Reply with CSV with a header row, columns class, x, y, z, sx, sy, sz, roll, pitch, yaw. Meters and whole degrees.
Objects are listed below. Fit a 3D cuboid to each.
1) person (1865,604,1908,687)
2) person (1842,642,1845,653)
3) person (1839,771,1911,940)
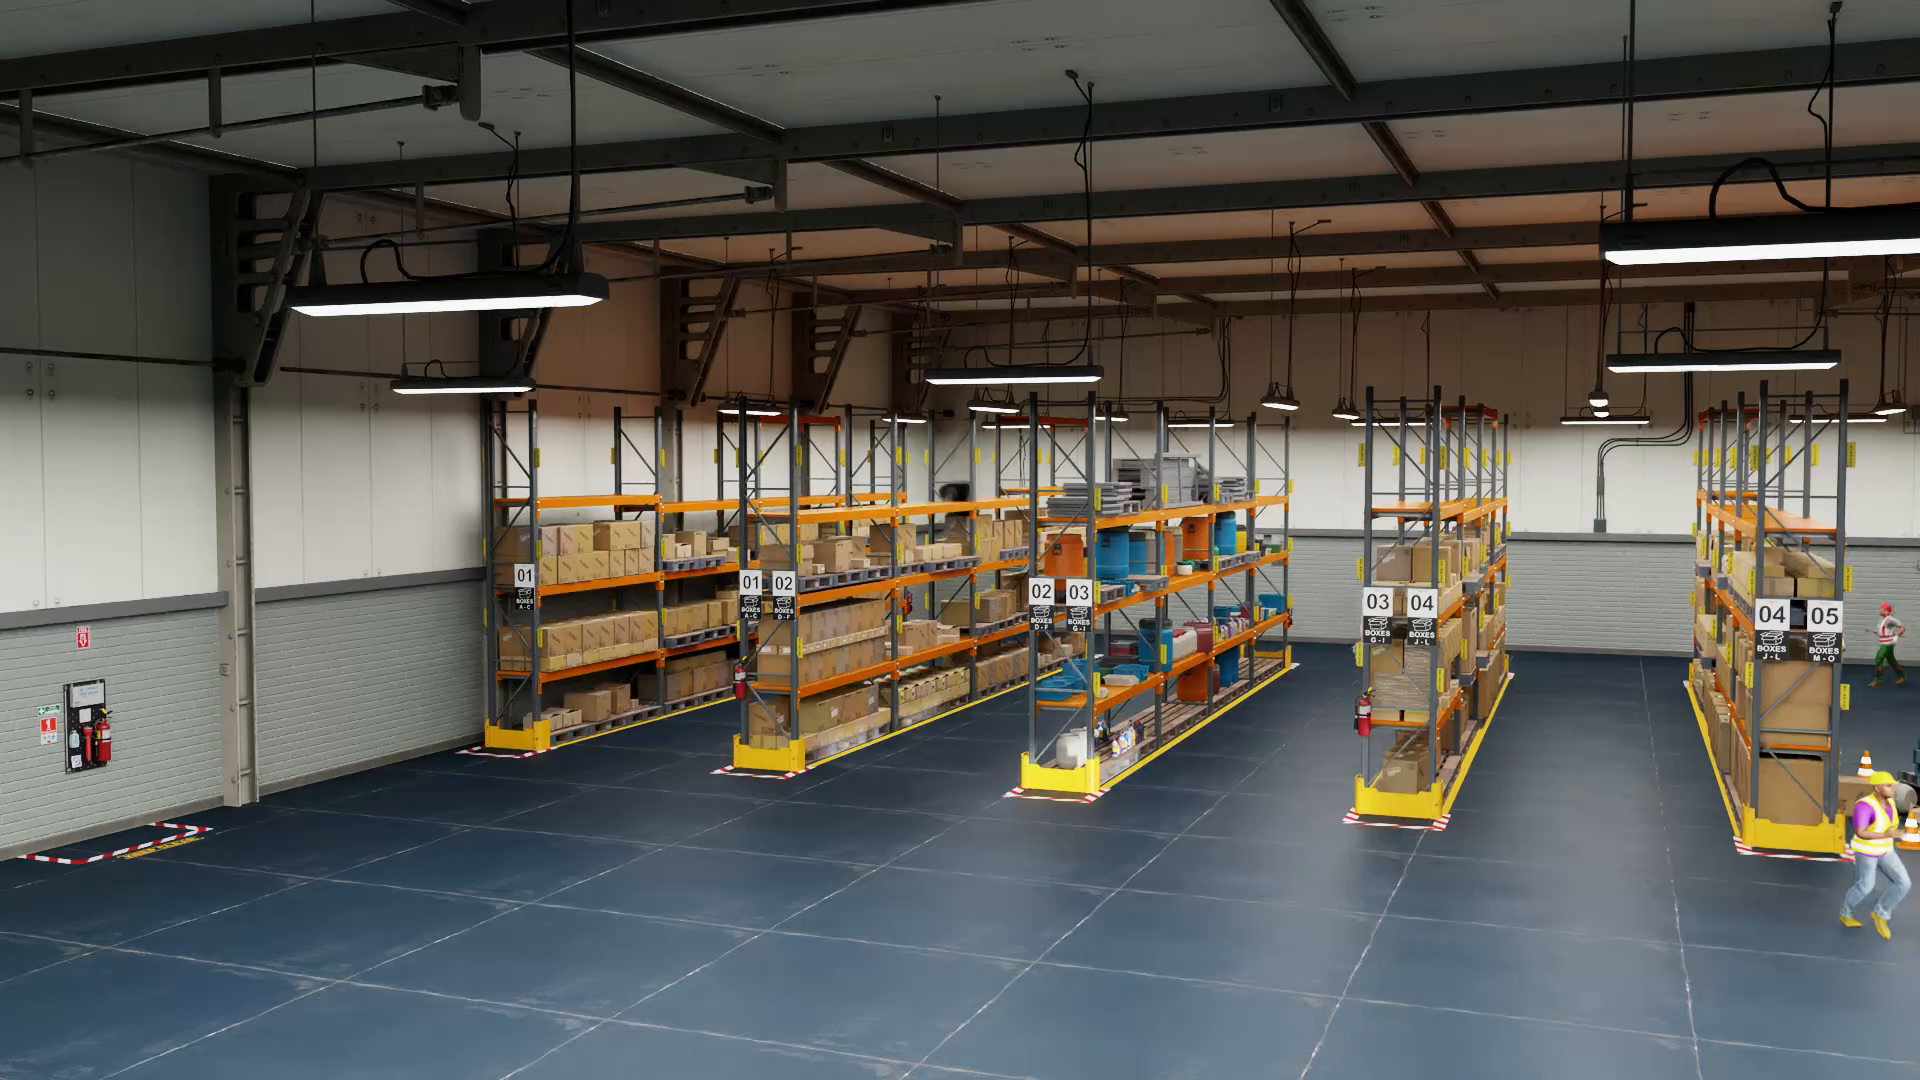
class,x,y,z,sx,sy,sz,roll,pitch,yaw
person,20.277,2.307,36.335,0.880,1.824,0.598,1,3,14
person,17.571,2.529,33.613,0.574,1.685,1.086,1,3,19
person,9.544,3.266,17.337,0.732,1.754,0.808,-1,3,-24
